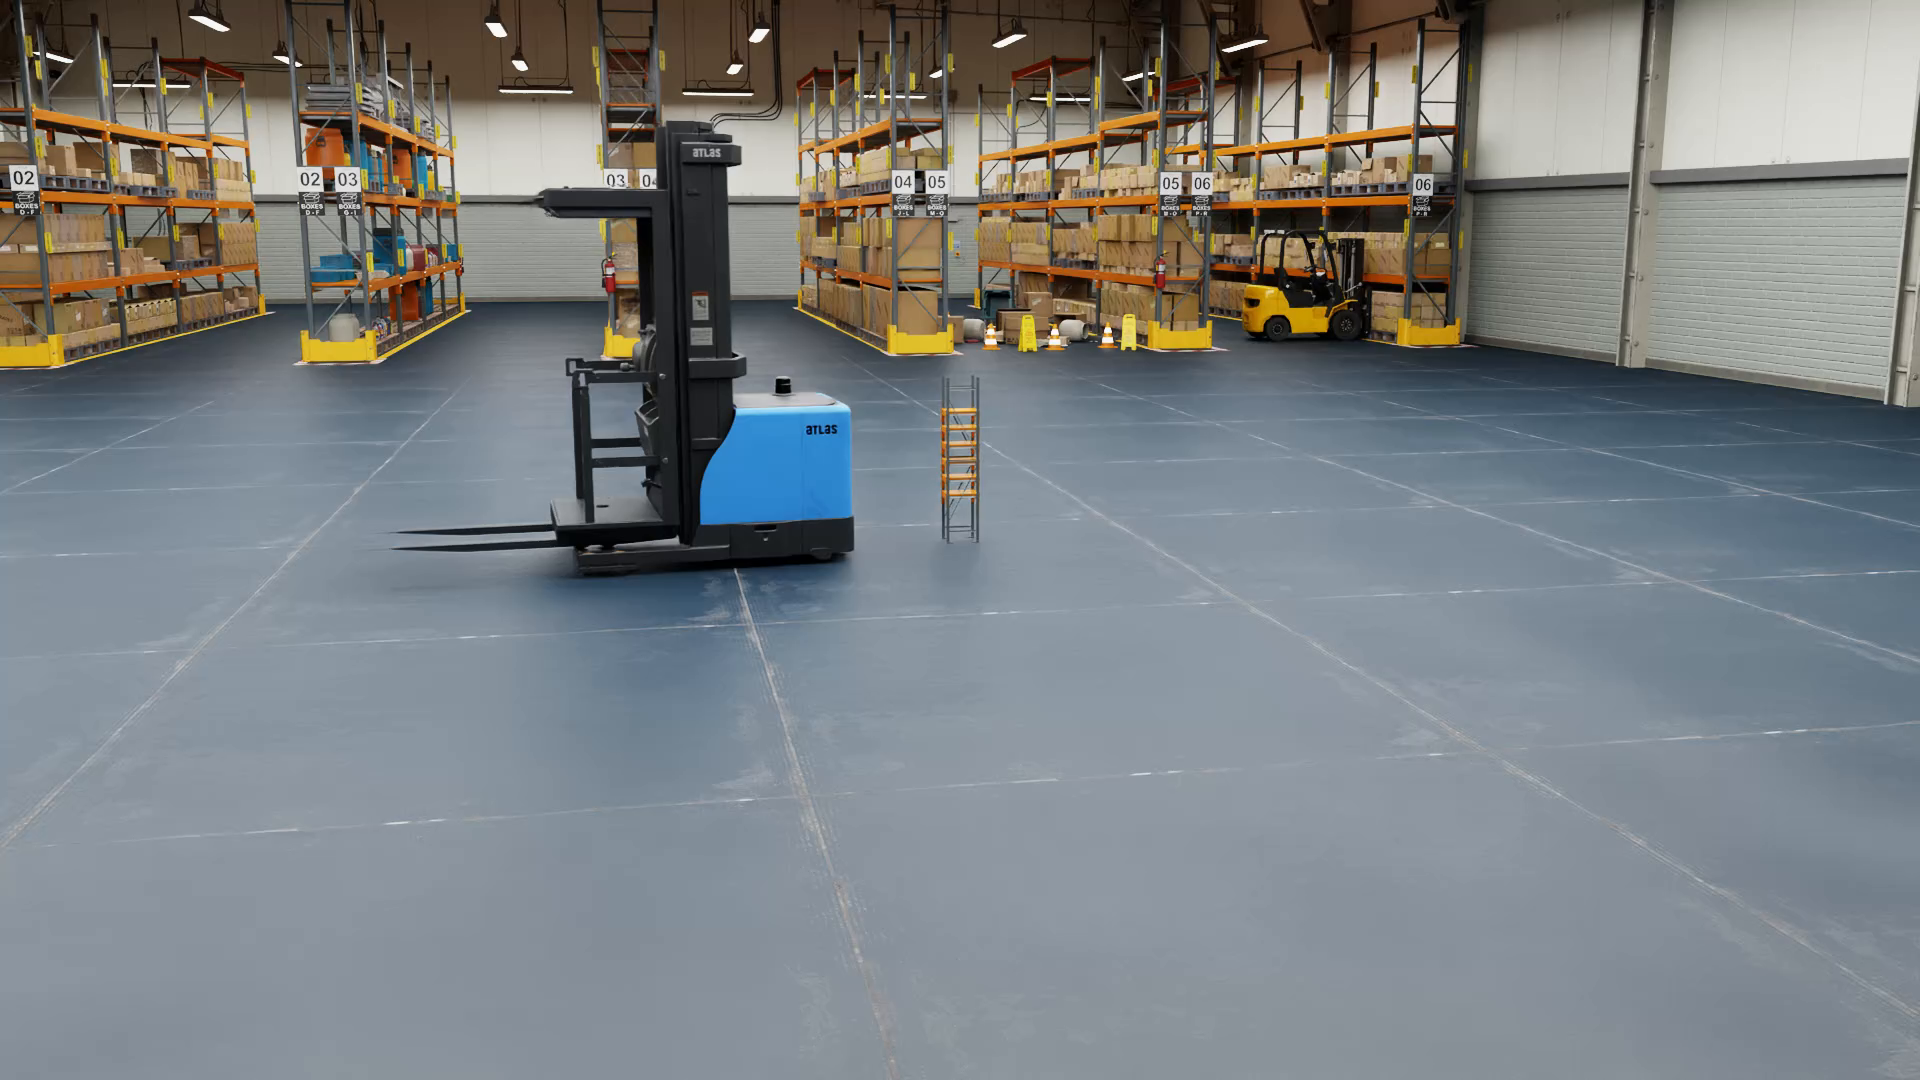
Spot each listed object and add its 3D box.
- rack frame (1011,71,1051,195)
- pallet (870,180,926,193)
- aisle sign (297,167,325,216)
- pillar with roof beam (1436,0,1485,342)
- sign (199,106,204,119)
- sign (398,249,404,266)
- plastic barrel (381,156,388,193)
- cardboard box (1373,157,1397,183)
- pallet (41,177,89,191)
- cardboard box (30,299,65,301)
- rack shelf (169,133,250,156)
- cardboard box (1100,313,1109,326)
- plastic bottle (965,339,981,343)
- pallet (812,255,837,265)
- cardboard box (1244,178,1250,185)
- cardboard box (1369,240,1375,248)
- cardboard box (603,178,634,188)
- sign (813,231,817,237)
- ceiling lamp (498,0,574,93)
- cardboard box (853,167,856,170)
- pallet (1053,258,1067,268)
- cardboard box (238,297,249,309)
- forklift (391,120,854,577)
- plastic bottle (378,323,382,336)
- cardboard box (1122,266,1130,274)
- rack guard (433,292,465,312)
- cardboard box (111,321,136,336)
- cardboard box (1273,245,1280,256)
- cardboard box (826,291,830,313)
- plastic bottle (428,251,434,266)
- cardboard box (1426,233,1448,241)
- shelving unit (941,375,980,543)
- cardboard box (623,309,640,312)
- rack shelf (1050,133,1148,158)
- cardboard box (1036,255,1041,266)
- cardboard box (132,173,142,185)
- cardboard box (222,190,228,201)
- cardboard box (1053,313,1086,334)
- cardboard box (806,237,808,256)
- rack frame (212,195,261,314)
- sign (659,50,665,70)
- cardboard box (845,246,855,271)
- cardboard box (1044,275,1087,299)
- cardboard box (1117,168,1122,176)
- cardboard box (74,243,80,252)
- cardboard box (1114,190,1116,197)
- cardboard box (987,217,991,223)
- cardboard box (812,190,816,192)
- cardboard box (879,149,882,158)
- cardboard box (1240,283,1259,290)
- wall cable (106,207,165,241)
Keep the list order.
[{"bbox_3d":[1.786,-10.201,41.724,1.000,3.000,0.127,-2,11,-11],"label":"rack frame"},{"bbox_3d":[-1.112,-6.644,31.297,1.003,0.211,1.213,-2,11,-11],"label":"pallet"},{"bbox_3d":[-10.737,-5.765,27.513,0.394,0.787,0.004,-2,11,-11],"label":"aisle sign"},{"bbox_3d":[5.514,-8.185,31.133,9.100,9.000,0.548,-2,11,-11],"label":"pillar with roof beam"},{"bbox_3d":[-18.963,-10.693,41.597,0.100,0.325,0.005,-2,11,-11],"label":"sign"},{"bbox_3d":[-10.696,-5.400,31.805,0.100,0.325,0.005,-2,11,-11],"label":"sign"},{"bbox_3d":[-11.942,-7.386,33.807,0.600,0.830,0.708,-2,11,-11],"label":"plastic barrel"},{"bbox_3d":[8.561,-7.276,32.721,0.700,0.500,0.500,-2,11,-11],"label":"cardboard box"},{"bbox_3d":[-15.672,-6.118,28.531,1.003,0.211,1.213,-2,11,-11],"label":"pallet"},{"bbox_3d":[-16.119,-4.011,29.471,0.500,0.500,0.500,-2,11,-11],"label":"cardboard box"},{"bbox_3d":[-18.042,-9.493,39.936,1.077,0.370,4.000,-2,11,-11],"label":"rack shelf"},{"bbox_3d":[3.191,-4.524,34.174,0.500,0.250,0.500,-3,11,-14],"label":"cardboard box"},{"bbox_3d":[0.252,-3.866,32.344,0.283,0.061,0.133,-6,13,-31],"label":"plastic bottle"},{"bbox_3d":[-3.044,-6.815,40.495,1.003,0.211,1.213,-2,11,-11],"label":"pallet"},{"bbox_3d":[7.026,-8.594,39.846,0.380,0.149,0.250,-2,11,-13],"label":"cardboard box"},{"bbox_3d":[8.372,-5.890,33.115,0.380,0.149,0.250,-2,11,-11],"label":"cardboard box"},{"bbox_3d":[-5.944,-6.172,28.978,0.500,0.250,0.500,-2,11,-10],"label":"cardboard box"},{"bbox_3d":[-3.581,-7.459,41.050,0.100,0.325,0.005,-2,11,-11],"label":"sign"},{"bbox_3d":[-11.623,-13.845,45.260,2.000,3.185,0.800,-2,11,-11],"label":"ceiling lamp"},{"bbox_3d":[-2.269,-8.444,38.203,0.396,0.266,0.258,-2,11,-11],"label":"cardboard box"},{"bbox_3d":[2.807,-6.299,37.782,1.213,0.211,1.003,-2,11,-11],"label":"pallet"},{"bbox_3d":[-17.928,-5.867,41.175,0.500,0.250,0.500,-2,11,-11],"label":"cardboard box"},{"bbox_3d":[-2.303,-1.305,11.213,3.031,2.935,1.130,-3,11,-16],"label":"forklift"},{"bbox_3d":[-10.593,-3.813,30.329,0.097,0.271,0.097,0,11,0],"label":"plastic bottle"},{"bbox_3d":[3.404,-5.313,32.763,0.380,0.149,0.250,-2,11,-11],"label":"cardboard box"},{"bbox_3d":[-13.589,-6.223,43.554,1.175,0.500,0.348,-2,11,-11],"label":"rack guard"},{"bbox_3d":[-15.933,-4.005,31.447,0.500,0.250,0.500,-2,11,-12],"label":"cardboard box"},{"bbox_3d":[7.459,-6.594,37.885,0.500,0.250,0.500,-2,11,-12],"label":"cardboard box"},{"bbox_3d":[-2.873,-5.603,39.173,0.500,0.500,0.500,-3,11,-14],"label":"cardboard box"},{"bbox_3d":[-12.258,-6.498,38.448,0.144,0.351,0.185,-2,11,-11],"label":"plastic bottle"},{"bbox_3d":[9.132,-5.817,31.940,0.380,0.149,0.250,-2,11,-12],"label":"cardboard box"},{"bbox_3d":[0.003,-0.587,12.070,0.258,1.200,0.189,-2,11,-11],"label":"shelving unit"},{"bbox_3d":[-5.959,-4.010,30.804,0.500,0.500,0.500,-1,11,-6],"label":"cardboard box"},{"bbox_3d":[2.953,-8.551,36.047,1.077,0.370,4.000,-2,11,-11],"label":"rack shelf"},{"bbox_3d":[2.096,-6.623,39.371,0.500,0.250,0.500,-2,11,-10],"label":"cardboard box"},{"bbox_3d":[-16.512,-7.124,32.861,0.500,0.250,0.500,-2,11,-12],"label":"cardboard box"},{"bbox_3d":[-17.598,-8.124,39.234,0.500,0.250,0.500,-2,11,-11],"label":"cardboard box"},{"bbox_3d":[2.215,-4.314,33.517,0.500,0.500,0.500,6,12,28],"label":"cardboard box"},{"bbox_3d":[-3.695,-7.611,43.098,0.500,0.500,0.500,-2,11,-12],"label":"cardboard box"},{"bbox_3d":[-18.431,-7.267,42.357,1.000,3.000,0.127,-2,11,-11],"label":"rack frame"},{"bbox_3d":[-5.069,-8.157,28.276,0.100,0.325,0.005,-2,11,-11],"label":"sign"},{"bbox_3d":[-2.156,-6.001,35.438,0.500,0.500,0.500,-2,11,-12],"label":"cardboard box"},{"bbox_3d":[2.511,-5.812,39.271,0.875,0.875,0.875,-2,11,-12],"label":"cardboard box"},{"bbox_3d":[3.327,-7.271,32.890,0.380,0.149,0.250,-2,11,-13],"label":"cardboard box"},{"bbox_3d":[-15.482,-5.062,28.770,0.380,0.149,0.250,-2,11,-10],"label":"cardboard box"},{"bbox_3d":[3.314,-6.979,33.491,0.380,0.149,0.250,-2,11,-11],"label":"cardboard box"},{"bbox_3d":[0.933,-8.626,44.819,0.380,0.149,0.250,-2,11,-13],"label":"cardboard box"},{"bbox_3d":[-3.389,-8.776,41.325,0.500,0.250,0.500,-3,11,-14],"label":"cardboard box"},{"bbox_3d":[-1.264,-7.041,30.295,0.380,0.149,0.250,-2,11,-10],"label":"cardboard box"},{"bbox_3d":[7.004,-6.129,40.201,0.380,0.149,0.250,-3,11,-14],"label":"cardboard box"},{"bbox_3d":[-24.039,-9.559,46.654,3.097,2.526,0.112,-2,11,-11],"label":"wall cable"}]
